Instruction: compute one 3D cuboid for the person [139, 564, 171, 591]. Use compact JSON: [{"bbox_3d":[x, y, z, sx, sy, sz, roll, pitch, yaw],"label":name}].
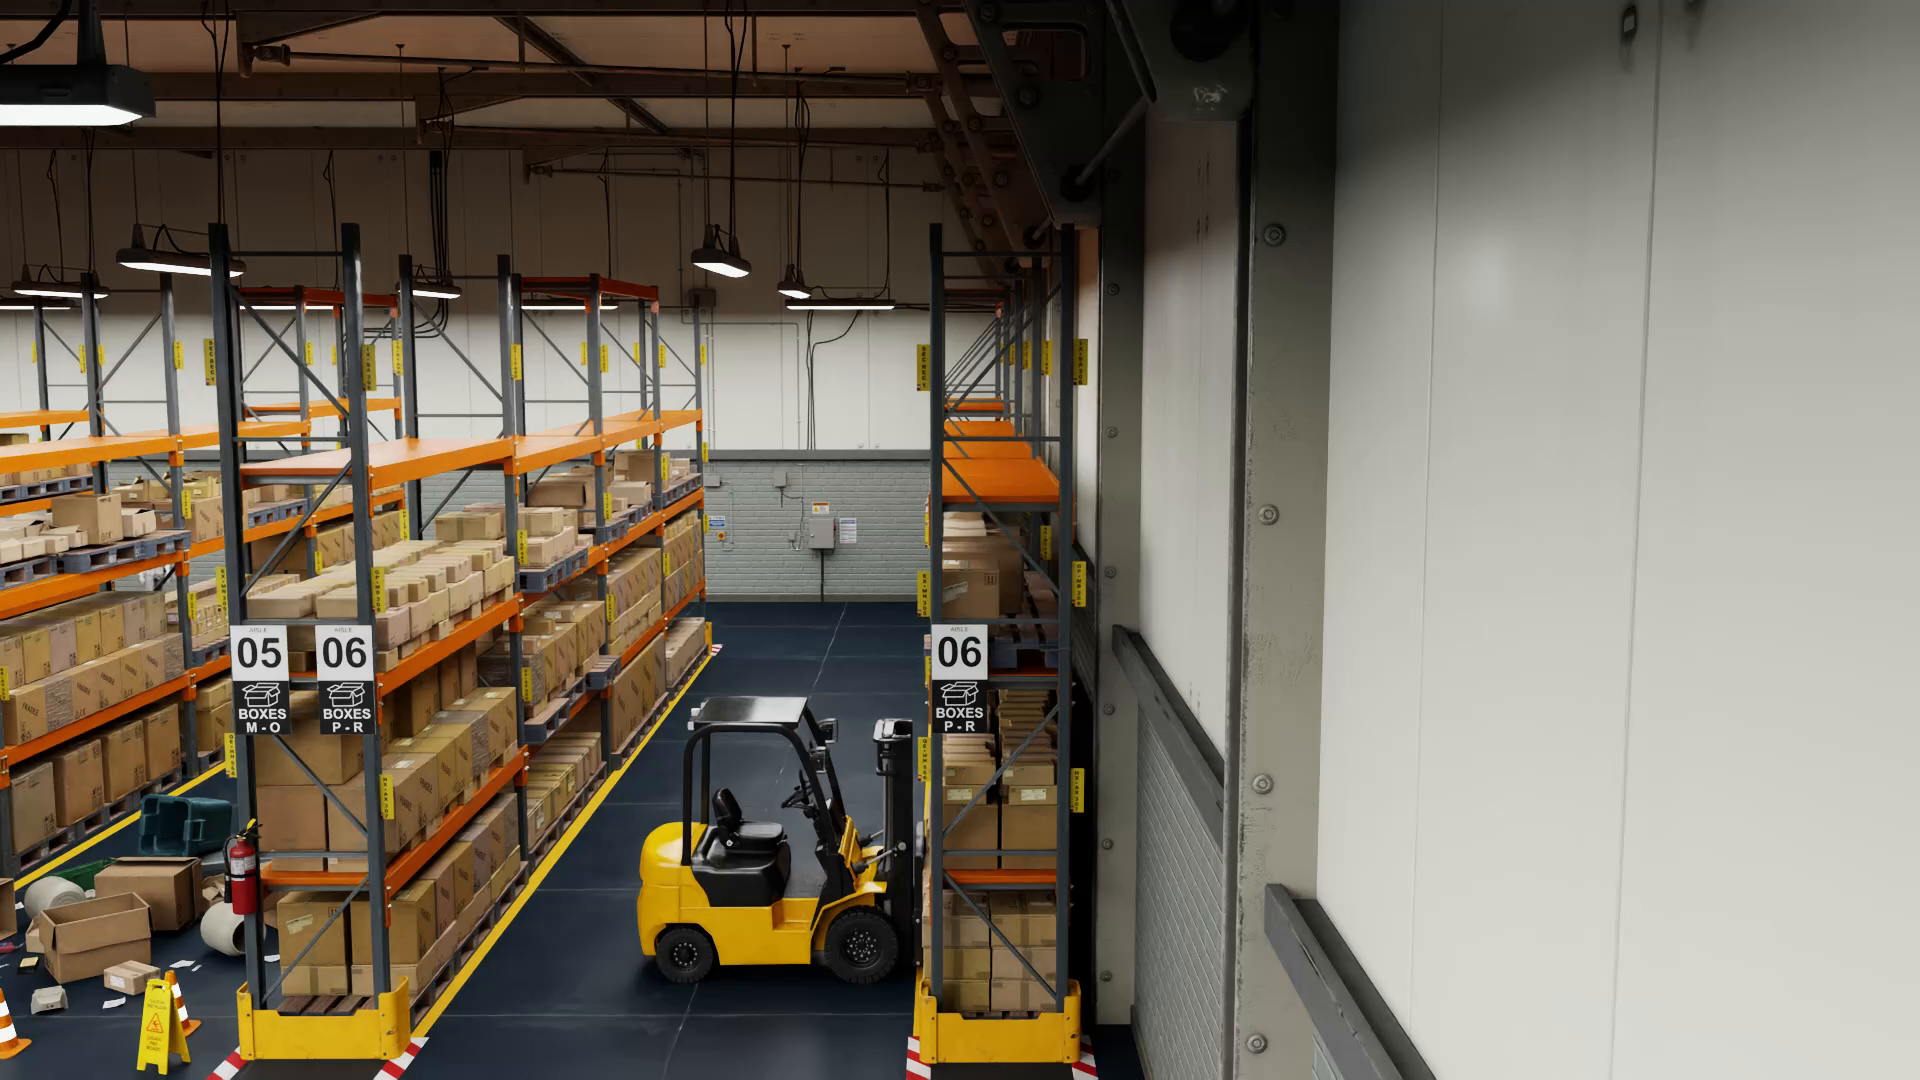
[{"bbox_3d":[-15.236,0.679,31.472,0.528,1.670,0.915,-4,8,-33],"label":"person"}]
